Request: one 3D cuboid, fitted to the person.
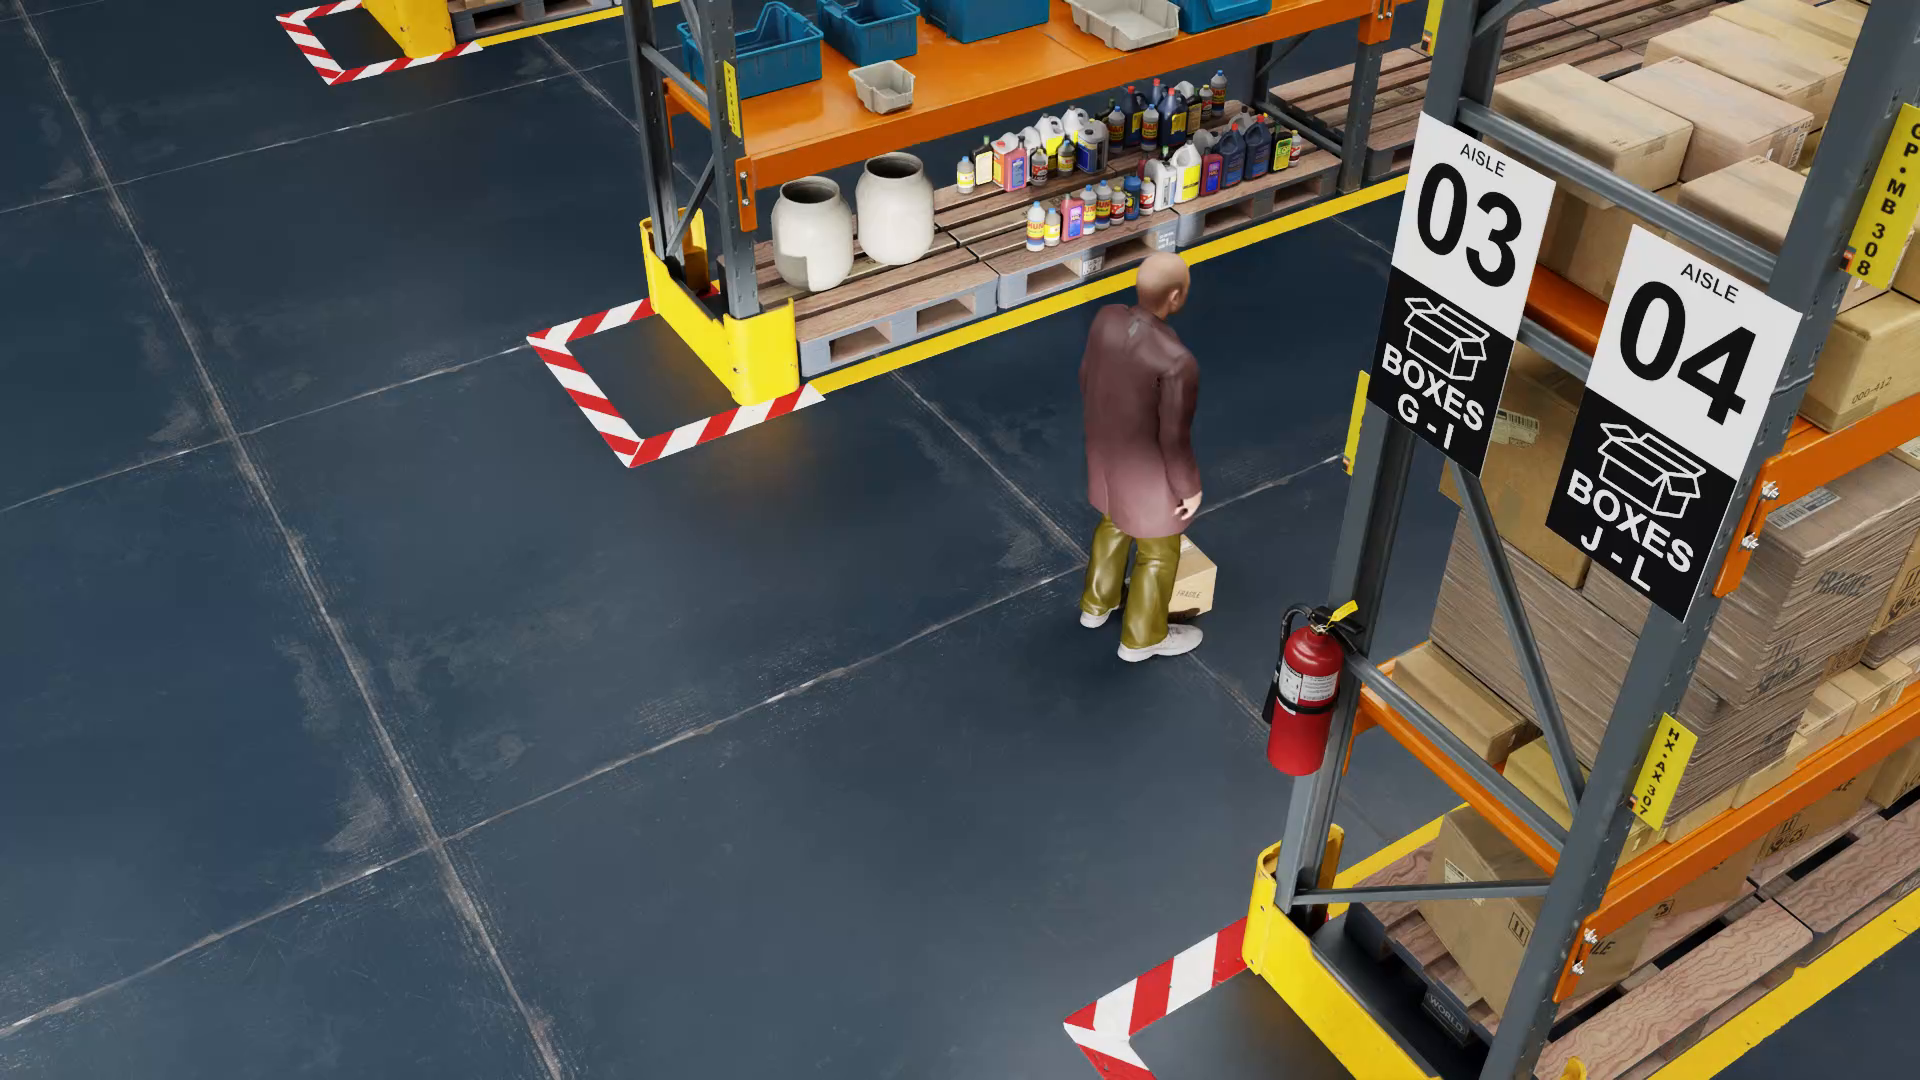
[{"bbox_3d":[0.707,-0.320,6.547,0.416,1.774,0.653,-23,45,-25],"label":"person"}]
